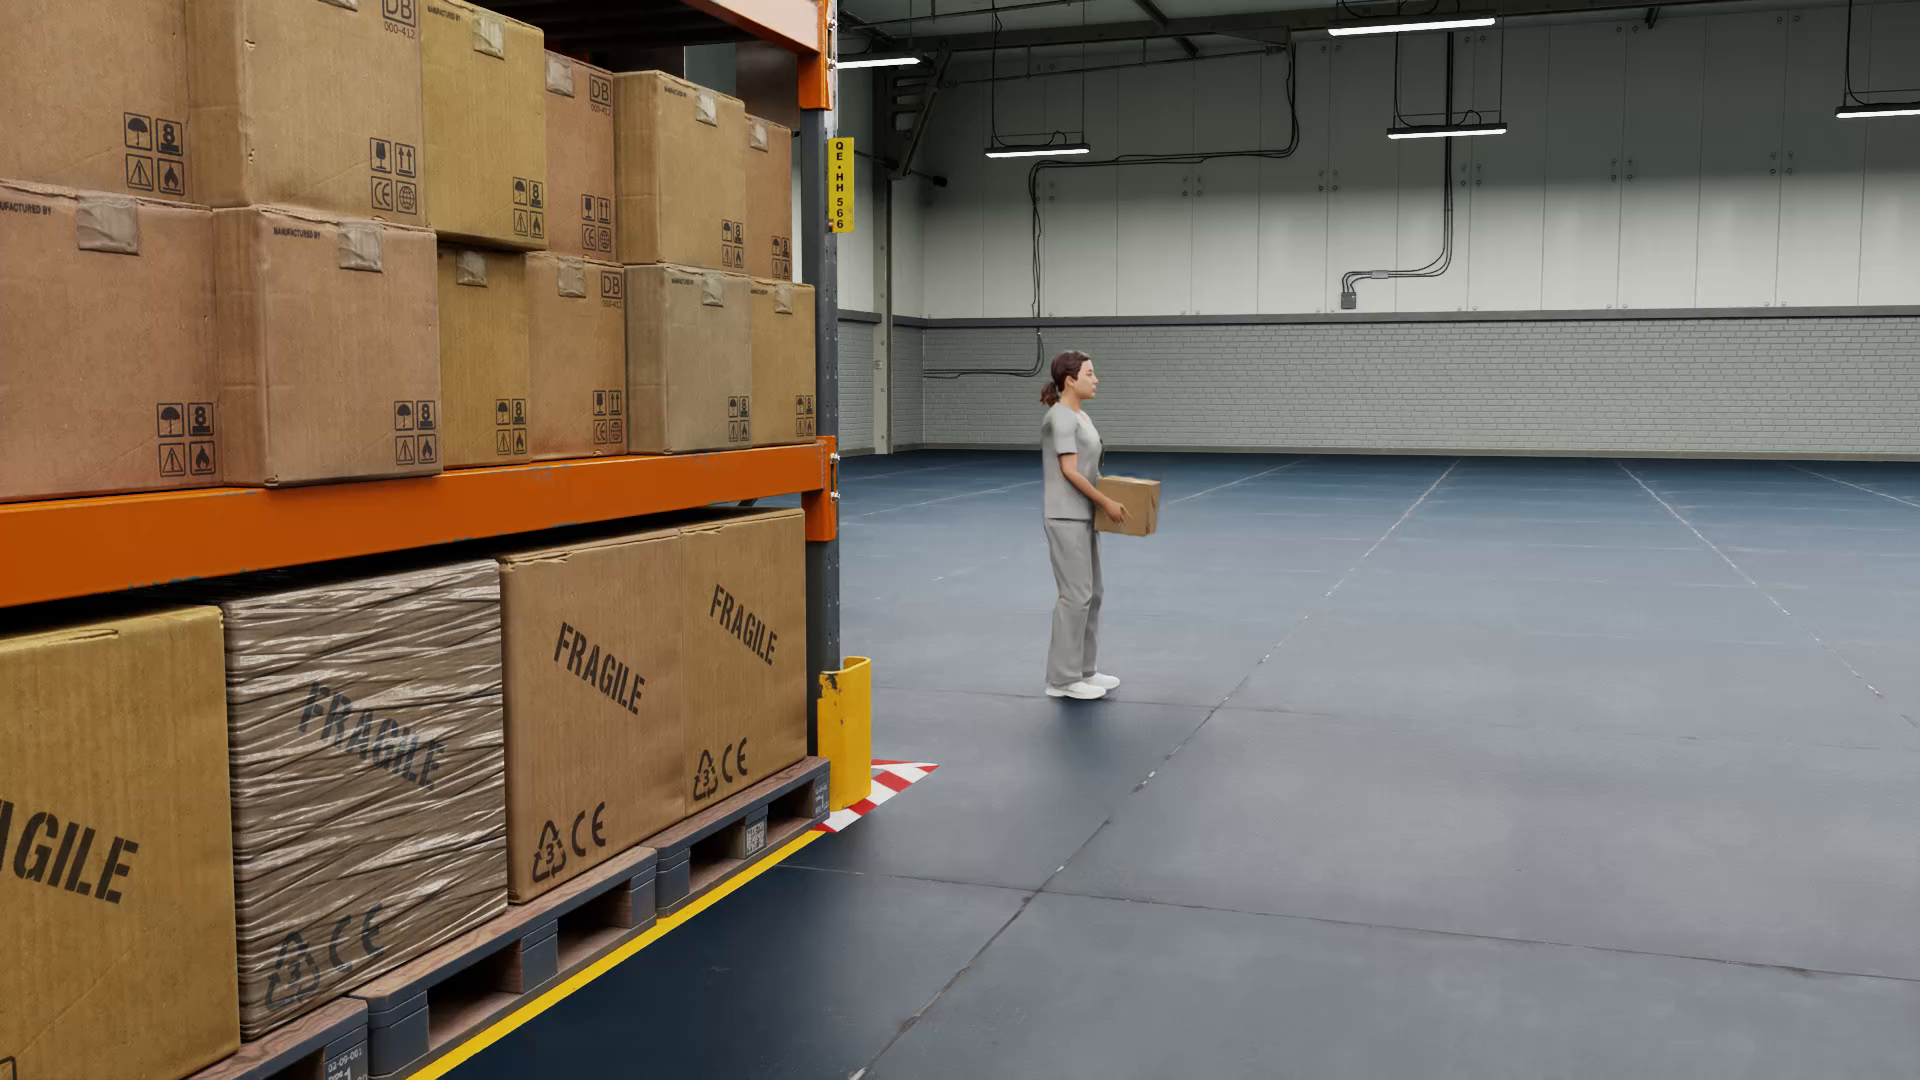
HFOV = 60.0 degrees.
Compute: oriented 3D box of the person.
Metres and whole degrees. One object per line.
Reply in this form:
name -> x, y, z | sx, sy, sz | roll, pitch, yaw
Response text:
person -> 0.615, -0.083, 8.091 | 0.490, 1.674, 0.463 | 2, 6, 18
